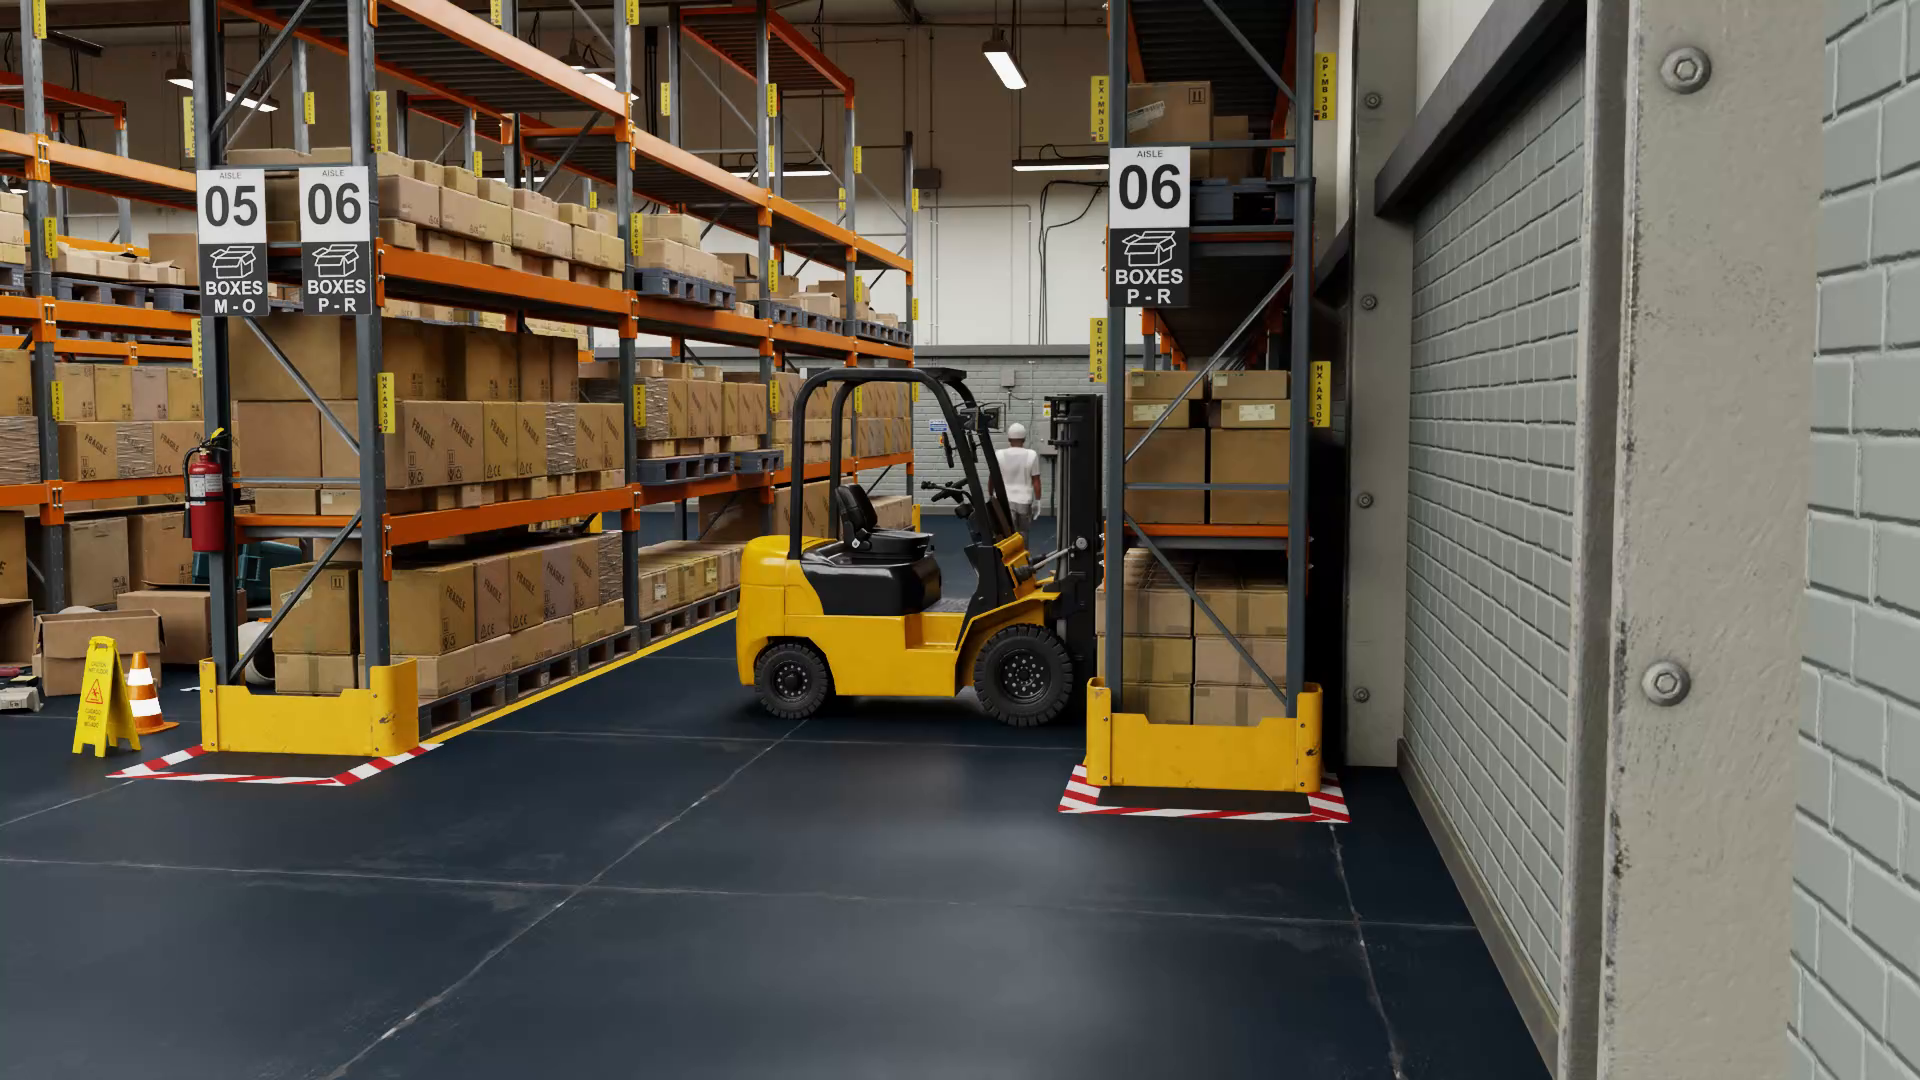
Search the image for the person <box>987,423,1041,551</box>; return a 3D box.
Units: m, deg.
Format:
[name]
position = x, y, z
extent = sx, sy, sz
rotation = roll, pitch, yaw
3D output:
[person]
position = 0.600, -0.436, 18.594
extent = 0.566, 1.736, 1.067
rotation = 0, 4, -5
